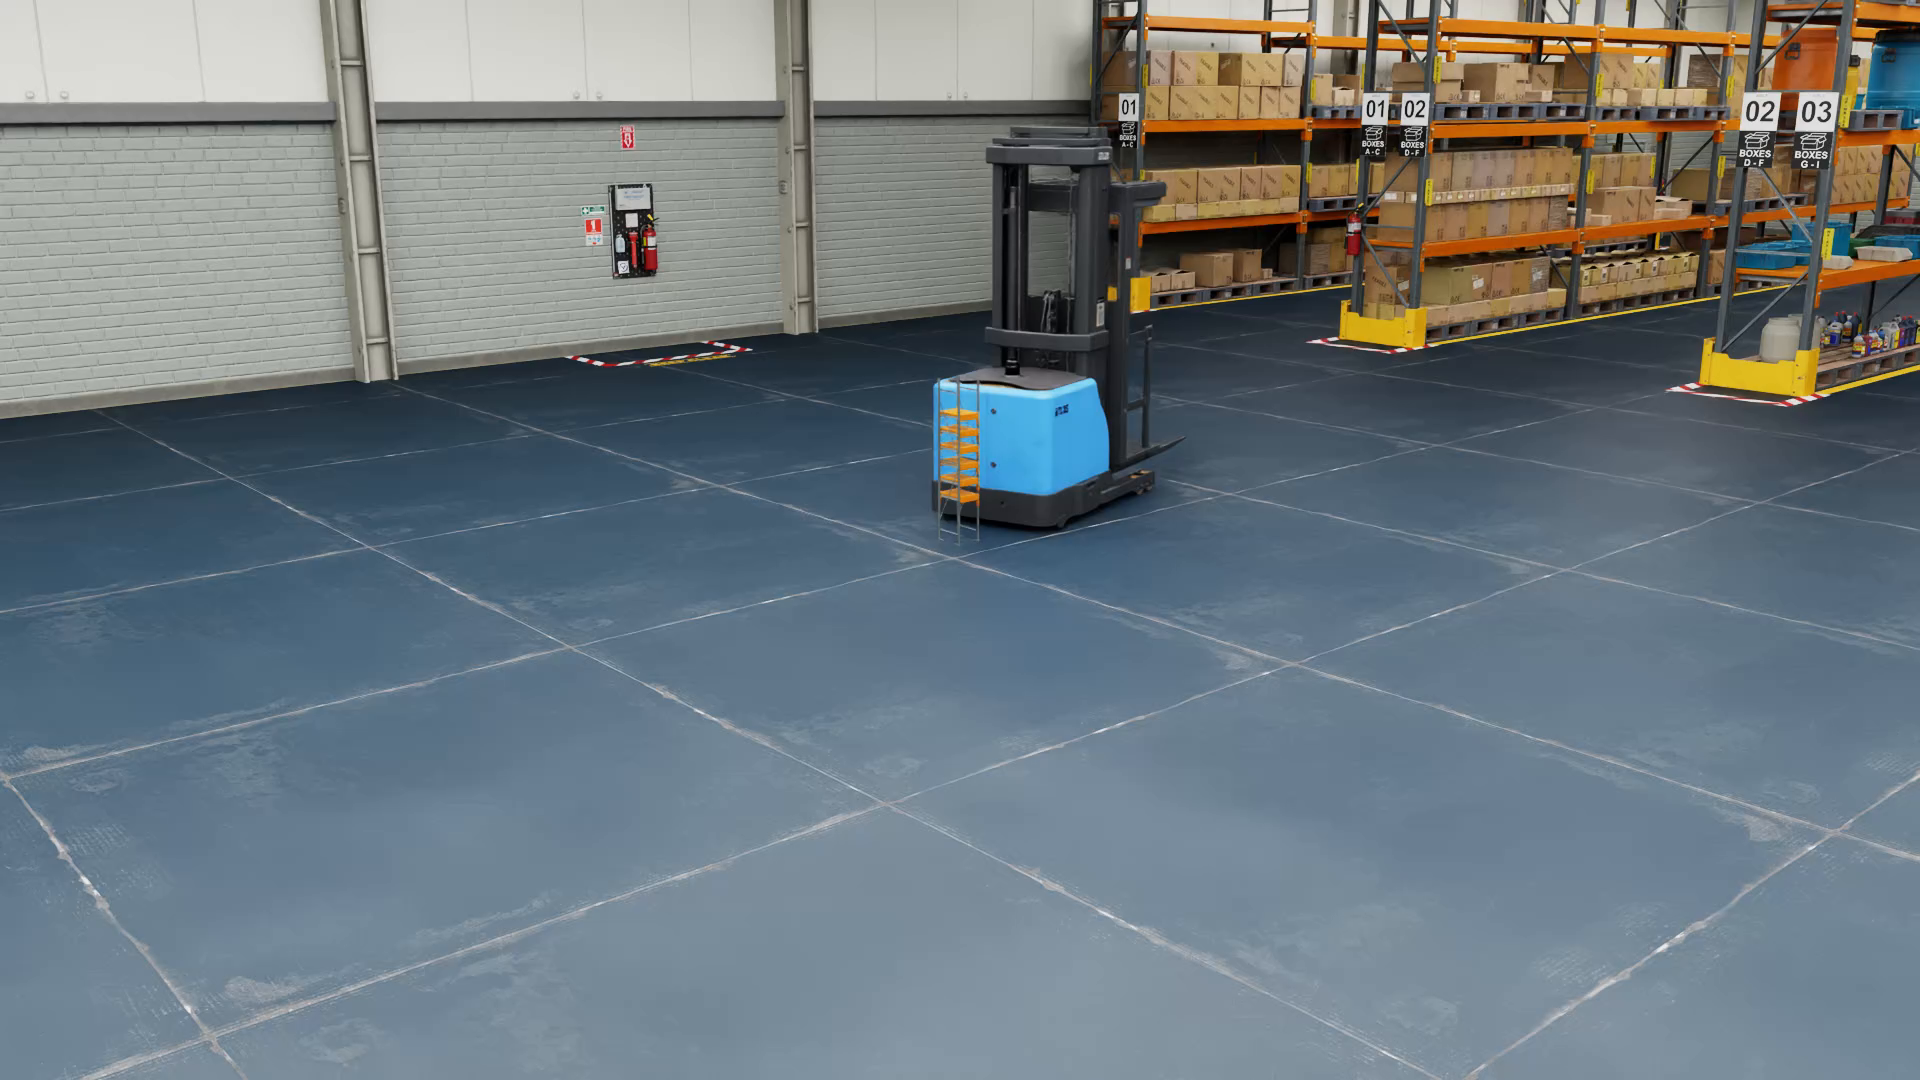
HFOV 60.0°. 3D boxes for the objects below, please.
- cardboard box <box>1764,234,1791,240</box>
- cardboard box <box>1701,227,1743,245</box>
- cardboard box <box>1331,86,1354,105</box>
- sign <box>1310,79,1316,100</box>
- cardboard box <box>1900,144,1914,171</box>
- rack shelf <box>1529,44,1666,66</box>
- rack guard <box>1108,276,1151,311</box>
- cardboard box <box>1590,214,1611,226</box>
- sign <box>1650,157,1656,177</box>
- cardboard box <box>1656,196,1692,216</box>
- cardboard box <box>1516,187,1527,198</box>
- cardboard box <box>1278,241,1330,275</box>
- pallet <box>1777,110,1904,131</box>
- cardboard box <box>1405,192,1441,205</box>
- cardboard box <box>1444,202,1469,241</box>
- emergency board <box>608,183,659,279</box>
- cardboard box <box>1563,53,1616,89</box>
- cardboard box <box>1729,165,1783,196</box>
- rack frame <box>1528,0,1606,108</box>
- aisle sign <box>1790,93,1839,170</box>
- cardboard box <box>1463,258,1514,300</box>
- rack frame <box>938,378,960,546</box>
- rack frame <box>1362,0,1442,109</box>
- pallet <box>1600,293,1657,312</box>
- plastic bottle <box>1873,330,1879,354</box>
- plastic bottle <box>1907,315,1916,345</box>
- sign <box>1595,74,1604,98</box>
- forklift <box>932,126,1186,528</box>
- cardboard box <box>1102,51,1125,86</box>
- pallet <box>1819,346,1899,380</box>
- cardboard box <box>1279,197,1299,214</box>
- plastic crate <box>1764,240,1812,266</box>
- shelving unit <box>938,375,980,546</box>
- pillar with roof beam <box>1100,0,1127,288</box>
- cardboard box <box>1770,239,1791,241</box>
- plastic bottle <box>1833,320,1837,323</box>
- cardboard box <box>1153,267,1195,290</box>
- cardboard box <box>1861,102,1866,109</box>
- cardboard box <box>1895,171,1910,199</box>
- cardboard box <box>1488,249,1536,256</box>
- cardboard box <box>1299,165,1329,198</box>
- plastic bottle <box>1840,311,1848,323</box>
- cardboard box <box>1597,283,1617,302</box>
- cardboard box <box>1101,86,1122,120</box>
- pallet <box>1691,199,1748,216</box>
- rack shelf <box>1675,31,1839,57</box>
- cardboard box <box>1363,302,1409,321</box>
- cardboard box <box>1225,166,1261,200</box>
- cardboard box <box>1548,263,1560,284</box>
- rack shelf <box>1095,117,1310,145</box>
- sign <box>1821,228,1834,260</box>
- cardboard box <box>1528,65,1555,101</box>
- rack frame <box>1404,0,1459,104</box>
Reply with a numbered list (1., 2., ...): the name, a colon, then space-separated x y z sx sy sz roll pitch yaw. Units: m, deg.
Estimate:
1. cardboard box: 14.913 -5.275 30.176 0.500 0.500 0.500 -13 19 -39
2. cardboard box: 13.012 -5.196 28.429 0.500 0.250 0.500 -13 20 -40
3. cardboard box: 6.310 -7.517 28.126 0.500 0.311 0.500 -12 19 -38
4. sign: 5.742 -7.321 27.032 0.005 0.325 0.100 -13 19 -39
5. cardboard box: 17.532 -7.198 31.254 0.500 0.500 0.500 -13 20 -40
6. rack shelf: 12.924 -9.778 33.589 4.000 0.370 1.077 -13 19 -39
7. rack guard: 2.420 -3.854 25.711 0.348 0.500 1.175 -13 19 -39
8. cardboard box: 9.437 -4.752 24.714 0.250 0.149 0.380 -13 19 -39
9. sign: 11.289 -6.066 27.056 0.005 0.325 0.100 -13 19 -39
10. cardboard box: 11.349 -5.344 26.618 0.500 0.311 0.500 -11 19 -36
11. cardboard box: 7.611 -4.822 23.039 0.250 0.149 0.380 -12 19 -38
12. cardboard box: 5.924 -4.859 28.621 0.500 0.500 0.700 -12 19 -38
13. pallet: 9.554 -4.599 18.210 1.213 0.211 1.003 -13 19 -39
14. cardboard box: 6.055 -4.472 21.727 0.250 0.149 0.380 -13 20 -40
15. cardboard box: 6.371 -4.300 22.342 0.500 0.500 0.700 -12 19 -38
16. emergency board: -4.093 -3.908 21.070 0.643 1.169 0.194 -13 19 -39
17. cardboard box: 9.126 -6.802 24.112 0.500 0.500 0.500 -12 19 -39
18. cardboard box: 13.688 -6.204 28.655 0.500 0.500 0.700 -9 17 -31
19. rack frame: 8.635 -7.661 23.494 0.127 3.000 1.000 -13 19 -39
20. aisle sign: 9.004 -4.307 17.525 0.004 0.787 0.394 -13 19 -39
21. cardboard box: 7.301 -3.623 23.063 0.500 0.500 0.500 -13 19 -39
22. rack frame: -0.080 -0.562 12.028 0.006 1.200 0.240 -13 19 -39
23. rack frame: 5.617 -6.984 20.958 0.127 3.000 1.000 -13 19 -39
24. pallet: 10.086 -3.756 25.902 1.213 0.211 1.003 -13 19 -39
25. plastic bottle: 10.772 -2.336 19.618 0.097 0.271 0.097 0 15 0
26. plastic bottle: 11.587 -2.566 20.323 0.185 0.351 0.144 -13 20 -41
27. sign: 9.000 -6.392 23.401 0.005 0.325 0.100 -13 19 -39
28. forklift: 0.965 -1.838 13.450 1.130 2.935 3.031 9 17 29
29. cardboard box: 2.516 -7.163 25.272 0.500 0.500 0.500 -12 19 -37
30. pallet: 10.429 -2.137 19.843 1.213 0.211 1.003 -13 19 -39
31. cardboard box: 5.222 -5.525 27.372 0.500 0.250 0.500 -13 19 -39
32. plastic crate: 9.541 -3.300 19.082 0.408 0.251 0.499 -13 19 -39
33. shelving unit: -0.011 -0.577 12.086 0.189 1.200 0.258 -13 19 -39
34. pillar with roof beam: 5.149 -7.396 22.502 0.400 9.000 9.100 -13 19 -39
35. cardboard box: 14.486 -4.984 29.086 0.500 0.500 0.500 -13 20 -40
36. plastic bottle: 10.773 -2.572 20.502 0.097 0.271 0.097 0 15 0
37. cardboard box: 3.374 -4.159 26.365 0.500 0.311 0.500 -11 18 -35
38. cardboard box: 15.957 -7.697 29.733 0.500 0.250 0.500 -13 19 -39
39. cardboard box: 17.528 -6.715 31.384 0.500 0.500 0.500 -12 19 -38
40. cardboard box: 8.079 -3.982 24.407 0.500 0.500 0.500 -13 19 -39
41. cardboard box: 5.786 -6.067 28.105 0.500 0.500 0.700 -13 19 -39
42. plastic bottle: 11.002 -2.675 20.732 0.185 0.351 0.144 -12 19 -38
43. cardboard box: 9.488 -3.744 24.968 0.500 0.250 0.500 -12 19 -38
44. cardboard box: 2.511 -6.676 25.386 0.500 0.500 0.500 -11 18 -35
45. pallet: 12.117 -5.476 27.311 1.003 0.211 1.213 -13 19 -39
46. rack shelf: 13.161 -8.137 27.444 4.000 0.370 1.077 -13 19 -39
47. cardboard box: 5.828 -3.108 22.588 0.500 0.250 0.500 -13 19 -39
48. cardboard box: 4.467 -5.717 26.639 0.500 0.500 0.500 -13 20 -41
49. cardboard box: 8.752 -4.033 24.963 0.500 0.311 0.500 -13 19 -39
50. rack shelf: 3.871 -6.489 26.314 4.000 0.370 1.077 -13 19 -39
51. sign: 9.224 -3.146 17.680 0.005 0.325 0.100 -13 19 -39
52. cardboard box: 8.082 -6.497 23.669 0.500 0.500 0.500 -11 18 -35
53. rack frame: 8.398 -9.303 29.639 0.127 3.000 1.000 -13 19 -39
